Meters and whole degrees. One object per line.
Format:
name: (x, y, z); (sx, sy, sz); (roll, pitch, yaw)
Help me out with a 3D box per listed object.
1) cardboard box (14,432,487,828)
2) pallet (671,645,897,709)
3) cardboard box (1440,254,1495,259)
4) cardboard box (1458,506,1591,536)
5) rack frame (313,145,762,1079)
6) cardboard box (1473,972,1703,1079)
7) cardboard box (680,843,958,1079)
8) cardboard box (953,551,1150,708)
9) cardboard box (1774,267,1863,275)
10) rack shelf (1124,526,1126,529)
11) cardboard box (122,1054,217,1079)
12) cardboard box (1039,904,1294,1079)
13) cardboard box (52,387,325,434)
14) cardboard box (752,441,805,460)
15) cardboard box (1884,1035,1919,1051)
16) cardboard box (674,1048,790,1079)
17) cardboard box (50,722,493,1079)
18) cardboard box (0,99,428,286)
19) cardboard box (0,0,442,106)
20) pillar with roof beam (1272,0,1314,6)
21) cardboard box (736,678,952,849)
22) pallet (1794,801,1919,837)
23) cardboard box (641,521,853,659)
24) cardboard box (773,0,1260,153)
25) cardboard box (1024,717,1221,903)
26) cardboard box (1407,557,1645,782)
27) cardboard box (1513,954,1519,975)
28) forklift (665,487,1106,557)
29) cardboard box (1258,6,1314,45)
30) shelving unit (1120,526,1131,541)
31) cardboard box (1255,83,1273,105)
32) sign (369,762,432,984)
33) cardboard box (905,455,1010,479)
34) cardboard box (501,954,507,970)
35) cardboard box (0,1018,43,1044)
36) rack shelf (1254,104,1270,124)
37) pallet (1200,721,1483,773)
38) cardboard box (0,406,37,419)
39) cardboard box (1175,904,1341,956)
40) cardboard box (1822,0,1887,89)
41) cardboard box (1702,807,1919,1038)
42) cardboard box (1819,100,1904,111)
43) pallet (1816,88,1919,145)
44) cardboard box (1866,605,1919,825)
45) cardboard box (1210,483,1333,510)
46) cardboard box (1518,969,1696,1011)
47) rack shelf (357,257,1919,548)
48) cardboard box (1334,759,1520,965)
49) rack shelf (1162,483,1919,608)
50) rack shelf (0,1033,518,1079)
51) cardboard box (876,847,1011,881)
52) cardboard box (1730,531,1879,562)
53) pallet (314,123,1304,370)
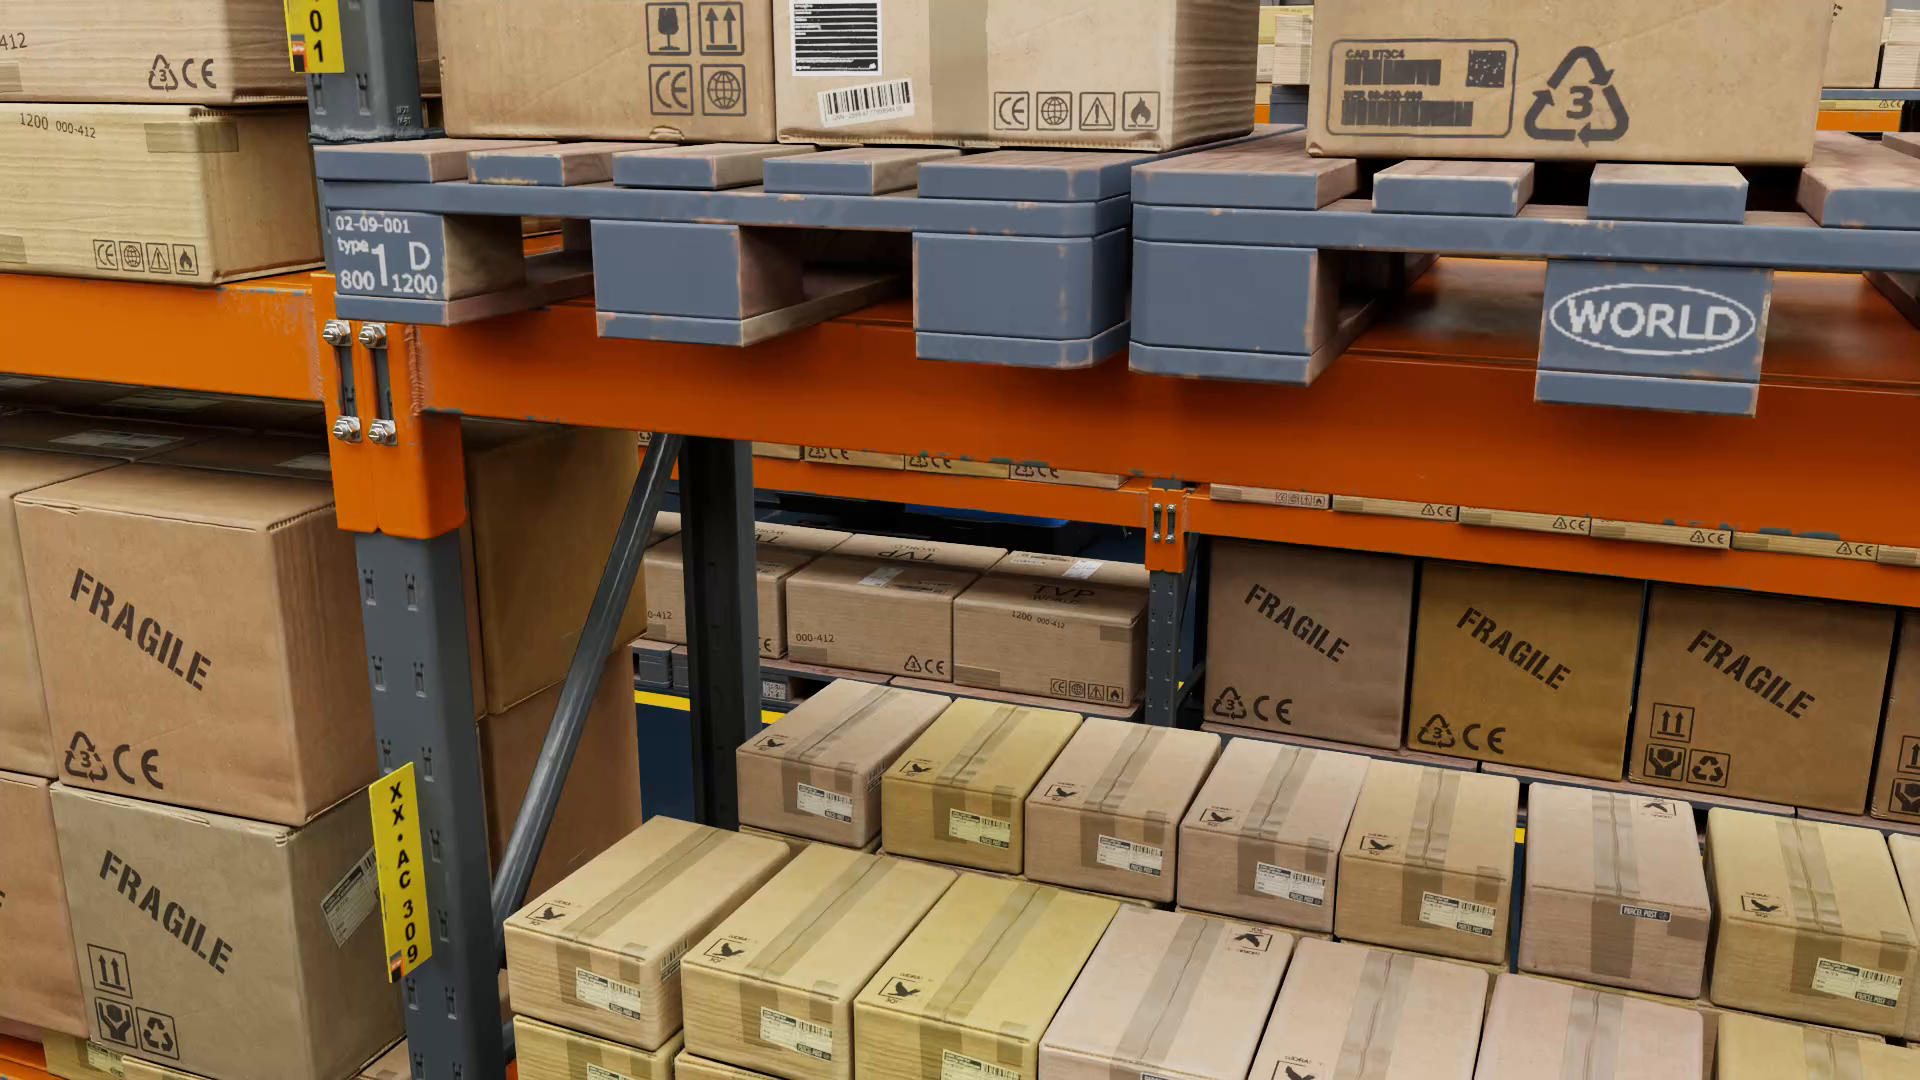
cardboard box: (-1.186, 0.127, 2.848); (0.500, 0.500, 0.500); (6, 17, 19)
pallet: (-0.744, 0.599, 8.732); (1.213, 0.211, 1.003); (6, 17, 21)
cardboard box: (2.065, -1.014, 7.315); (0.500, 0.500, 0.500); (7, 17, 22)
cardboard box: (2.338, -0.223, 6.831); (0.500, 0.250, 0.500); (6, 17, 20)
rack frame: (-0.649, 0.776, 3.119); (0.127, 3.000, 1.000); (6, 17, 21)
cardboard box: (0.752, 0.701, 2.008); (0.250, 0.149, 0.380); (7, 18, 23)
cardboard box: (-0.190, 0.596, 2.370); (0.250, 0.149, 0.380); (7, 18, 22)
cardboard box: (0.528, 0.419, 8.193); (0.875, 0.438, 0.875); (6, 17, 20)
cardboard box: (3.484, -0.856, 6.769); (0.500, 0.500, 0.500); (7, 18, 22)
rack shelf: (1.297, -0.405, 11.116); (0.480, 0.431, 0.518); (-5, 61, -20)
cardboard box: (-1.280, 0.930, 3.039); (0.250, 0.149, 0.380); (6, 17, 19)
cardboard box: (0.279, 0.649, 2.187); (0.250, 0.149, 0.380); (6, 17, 20)
cardboard box: (-1.467, -0.053, 3.470); (0.500, 0.500, 0.500); (6, 17, 19)
cardboard box: (-0.887, -0.703, 8.037); (0.500, 0.500, 0.500); (7, 18, 22)
cardboard box: (1.497, 0.729, 2.447); (0.250, 0.149, 0.380); (6, 17, 20)
cardboard box: (-0.210, 0.738, 2.415); (0.250, 0.149, 0.380); (6, 17, 20)
cardboard box: (-1.203, 0.609, 2.982); (0.500, 0.500, 0.500); (6, 17, 21)
cardboard box: (-1.205, -0.572, 2.654); (0.500, 0.250, 0.500); (7, 17, 22)
cardboard box: (-1.172, -0.814, 2.588); (0.500, 0.250, 0.500); (5, 17, 18)
pillar with roof beam: (0.994, -3.875, 8.381); (0.400, 9.000, 9.100); (6, 17, 21)
cardboard box: (-0.204, 0.400, 3.046); (0.250, 0.149, 0.380); (7, 18, 23)
pallet: (4.088, 1.130, 6.901); (1.213, 0.211, 1.003); (6, 17, 21)
cardboard box: (-1.143, 0.235, 8.827); (0.875, 0.438, 0.875); (7, 18, 22)
cardboard box: (0.093, -0.679, 2.157); (0.500, 0.311, 0.500); (6, 17, 20)
cardboard box: (0.286, 0.454, 2.859); (0.250, 0.149, 0.380); (6, 17, 19)
cardboard box: (2.522, 0.434, 7.356); (0.875, 0.875, 0.875); (7, 18, 22)
cardboard box: (1.006, 0.817, 2.676); (0.250, 0.149, 0.380); (7, 18, 23)
forklift: (-0.585, -1.473, 10.989); (3.031, 2.935, 1.130); (6, 17, 21)
cardboard box: (2.333, -3.546, 11.467); (0.500, 0.250, 0.500); (6, 17, 21)
shelving unit: (1.123, -1.013, 11.445); (0.503, 0.431, 2.100); (-5, 61, -20)
cardboard box: (2.221, -3.111, 11.581); (0.250, 0.149, 0.380); (6, 17, 21)
sign: (-0.841, 0.502, 2.511); (0.005, 0.325, 0.100); (6, 17, 21)
cardboard box: (0.067, -0.598, 7.675); (0.500, 0.500, 0.500); (6, 17, 19)
cardboard box: (-0.793, 0.783, 3.546); (0.250, 0.149, 0.380); (7, 18, 23)
cardboard box: (-1.722, 0.843, 3.339); (0.250, 0.149, 0.380); (6, 17, 19)
rack shelf: (1.030, -3.105, 12.400); (4.000, 0.370, 1.077); (6, 17, 21)
pallet: (1.819, 0.881, 7.761); (1.213, 0.211, 1.003); (6, 17, 21)
cardboard box: (-2.139, 0.020, 3.219); (0.500, 0.500, 0.500); (7, 18, 22)
cardboard box: (0.525, 0.622, 2.816); (0.250, 0.149, 0.380); (6, 17, 19)
cardboard box: (3.048, -1.904, 6.039); (0.500, 0.500, 0.500); (6, 17, 21)
cardboard box: (1.259, 0.561, 2.492); (0.250, 0.149, 0.380); (6, 17, 20)
cardboard box: (5.578, -2.806, 10.346); (0.500, 0.250, 0.500); (6, 17, 21)
pallet: (3.134, -1.624, 6.347); (1.213, 0.211, 1.003); (7, 18, 23)
cardboard box: (4.182, 0.618, 6.723); (0.875, 0.875, 0.875); (6, 17, 20)
cardboard box: (1.386, -0.332, 7.207); (0.500, 0.250, 0.500); (6, 17, 19)
cardboard box: (1.021, 0.676, 2.629); (0.250, 0.149, 0.380); (6, 17, 21)
rack shelf: (1.211, -0.114, 2.097); (4.000, 0.370, 1.077); (6, 17, 21)
cardboard box: (0.758, 0.507, 2.677); (0.250, 0.149, 0.380); (6, 17, 19)
rack shelf: (2.934, 0.032, 6.973); (4.000, 0.370, 1.077); (6, 17, 21)
rack shelf: (-2.510, 0.917, 3.924); (4.000, 0.370, 1.077); (6, 17, 21)
cardboard box: (0.039, 0.569, 2.999); (0.250, 0.149, 0.380); (6, 17, 21)
cardboard box: (3.285, -0.125, 6.493); (0.500, 0.250, 0.500); (6, 17, 20)
pallet: (-0.114, -0.483, 2.414); (1.003, 0.211, 1.213); (6, 17, 21)
